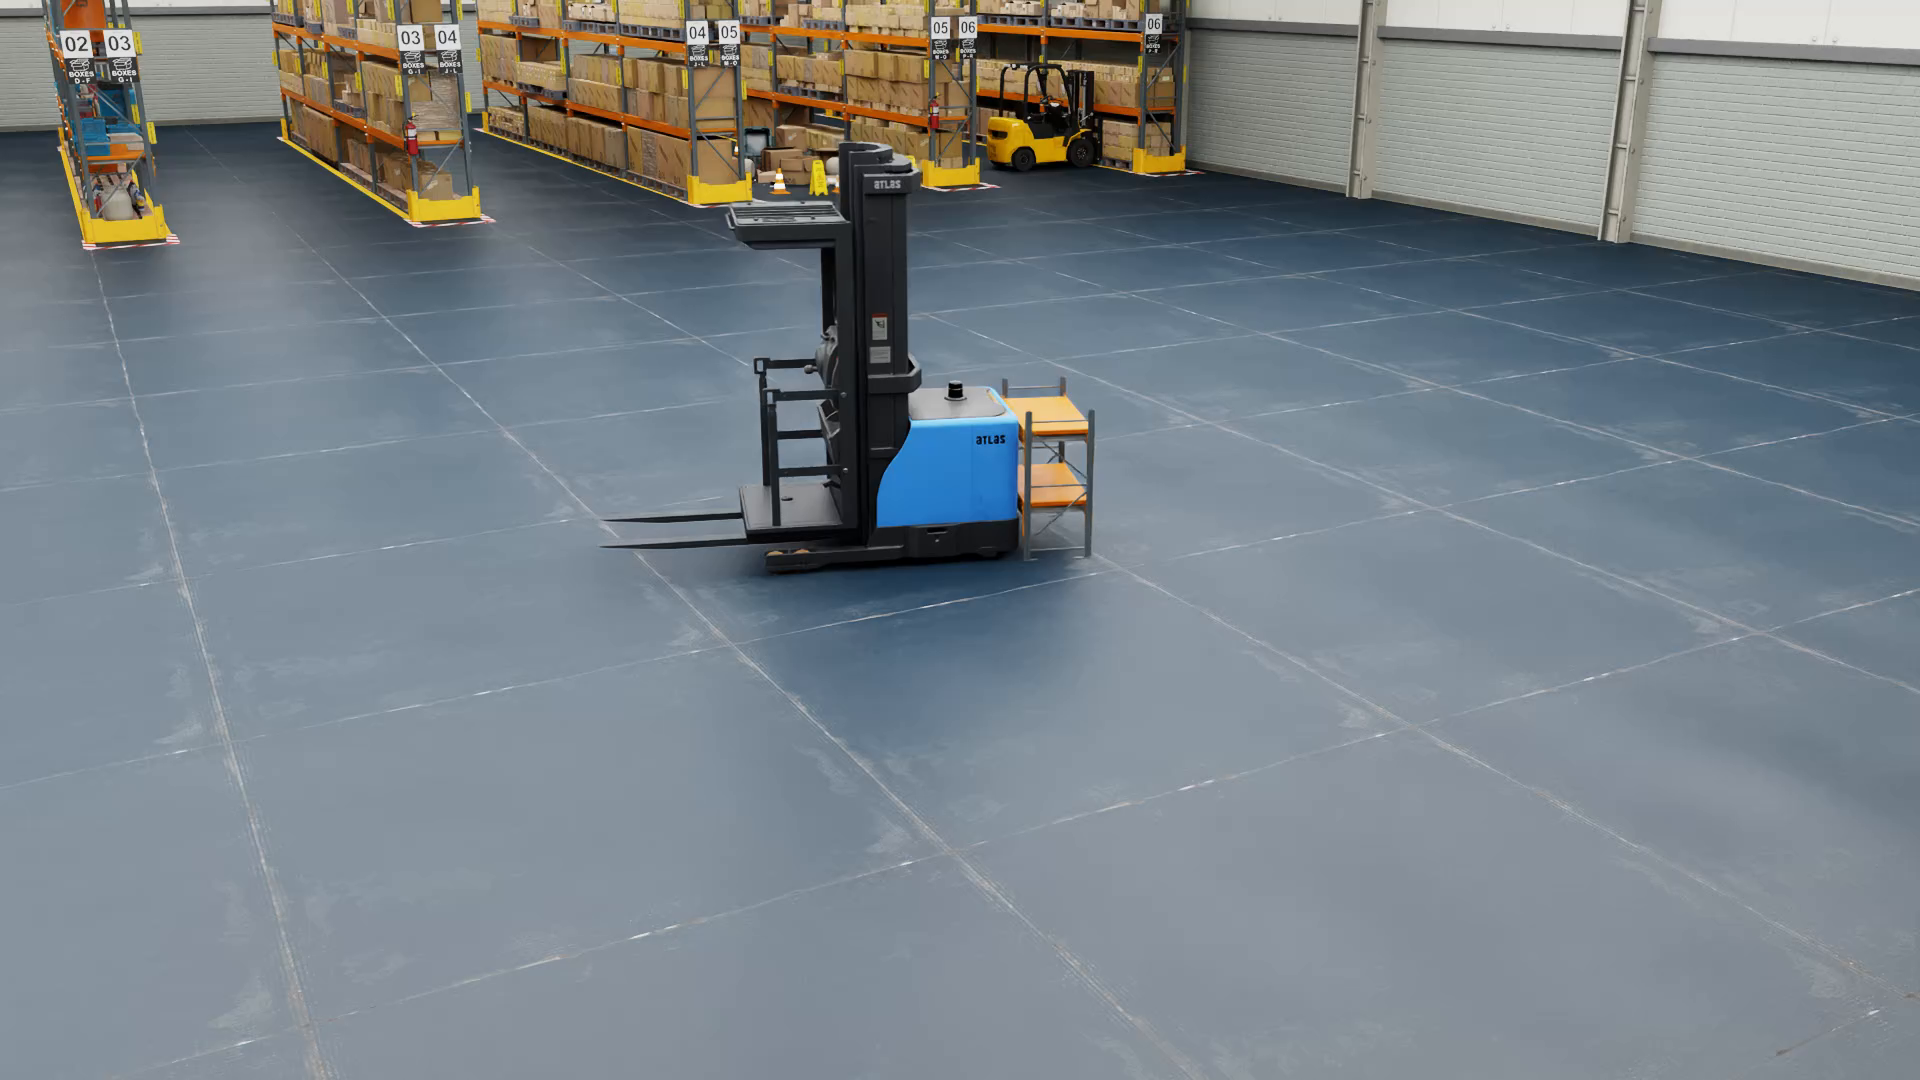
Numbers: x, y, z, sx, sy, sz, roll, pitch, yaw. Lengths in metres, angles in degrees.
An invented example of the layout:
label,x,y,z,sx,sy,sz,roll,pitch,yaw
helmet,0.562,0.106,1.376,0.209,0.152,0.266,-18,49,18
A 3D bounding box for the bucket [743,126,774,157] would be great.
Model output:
label,x,y,z,sx,sy,sz,roll,pitch,yaw
bucket,-4.260,-8.345,34.904,0.726,0.611,0.620,-3,9,-8

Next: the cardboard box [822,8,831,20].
label,x,y,z,sx,sy,sz,roll,pitch,yaw
cardboard box,-2.686,-11.488,36.313,0.500,0.250,0.500,-10,21,-26

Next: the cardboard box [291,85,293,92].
label,x,y,z,sx,sy,sz,roll,pitch,yaw
cardboard box,-15.729,-10.773,39.638,0.380,0.149,0.250,-10,21,-26

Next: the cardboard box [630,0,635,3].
label,x,y,z,sx,sy,sz,roll,pitch,yaw
cardboard box,-6.117,-10.402,31.944,0.380,0.149,0.250,-10,22,-28

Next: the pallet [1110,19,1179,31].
label,x,y,z,sx,sy,sz,roll,pitch,yaw
pallet,3.908,-10.856,35.030,1.003,0.211,1.213,-10,21,-27

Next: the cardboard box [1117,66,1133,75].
label,x,y,z,sx,sy,sz,roll,pitch,yaw
cardboard box,3.573,-9.974,35.335,0.380,0.149,0.250,-9,21,-25

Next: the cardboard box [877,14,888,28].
label,x,y,z,sx,sy,sz,roll,pitch,yaw
cardboard box,-1.356,-10.533,33.733,0.500,0.250,0.500,-10,21,-26

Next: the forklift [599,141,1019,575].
label,x,y,z,sx,sy,sz,roll,pitch,yaw
forklift,-1.132,-1.324,11.974,3.031,2.935,1.130,-3,19,-10

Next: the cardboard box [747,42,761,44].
label,x,y,z,sx,sy,sz,roll,pitch,yaw
cardboard box,-5.159,-12.231,41.792,0.500,0.500,0.500,-10,21,-26

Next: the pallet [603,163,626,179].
label,x,y,z,sx,sy,sz,roll,pitch,yaw
pallet,-6.786,-7.747,34.759,1.003,0.211,1.213,-10,21,-27

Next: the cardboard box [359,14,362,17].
label,x,y,z,sx,sy,sz,roll,pitch,yaw
cardboard box,-11.301,-9.923,31.755,0.396,0.266,0.258,-9,21,-25

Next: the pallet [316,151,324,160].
label,x,y,z,sx,sy,sz,roll,pitch,yaw
pallet,-14.133,-8.885,38.056,1.003,0.211,1.213,-10,21,-27

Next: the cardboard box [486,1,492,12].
label,x,y,z,sx,sy,sz,roll,pitch,yaw
cardboard box,-11.594,-13.421,41.791,0.500,0.250,0.500,-10,21,-26

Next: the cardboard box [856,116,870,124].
label,x,y,z,sx,sy,sz,roll,pitch,yaw
cardboard box,-1.996,-8.955,35.411,0.380,0.149,0.250,-10,21,-26

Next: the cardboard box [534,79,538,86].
label,x,y,z,sx,sy,sz,roll,pitch,yaw
cardboard box,-9.628,-10.601,38.495,0.380,0.149,0.250,-11,22,-29

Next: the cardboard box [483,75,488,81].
label,x,y,z,sx,sy,sz,roll,pitch,yaw
cardboard box,-12.186,-12.038,43.303,0.380,0.149,0.250,-10,21,-27

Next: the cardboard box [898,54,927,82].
label,x,y,z,sx,sy,sz,roll,pitch,yaw
cardboard box,-0.814,-9.423,33.198,0.700,0.500,0.500,-10,21,-26

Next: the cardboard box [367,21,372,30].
label,x,y,z,sx,sy,sz,roll,pitch,yaw
cardboard box,-10.383,-9.210,29.743,0.380,0.149,0.250,-10,22,-28

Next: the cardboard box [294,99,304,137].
label,x,y,z,sx,sy,sz,roll,pitch,yaw
cardboard box,-15.658,-10.322,40.561,0.875,0.875,0.875,-10,21,-27

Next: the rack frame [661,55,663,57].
label,x,y,z,sx,sy,sz,roll,pitch,yaw
rack frame,-7.743,-13.096,45.985,1.000,3.000,0.127,-10,21,-27

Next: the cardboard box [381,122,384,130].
label,x,y,z,sx,sy,sz,roll,pitch,yaw
cardboard box,-10.314,-7.534,30.252,0.380,0.149,0.250,-10,21,-27

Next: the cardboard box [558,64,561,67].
label,x,y,z,sx,sy,sz,roll,pitch,yaw
cardboard box,-9.172,-11.054,38.896,0.380,0.149,0.250,-11,22,-29

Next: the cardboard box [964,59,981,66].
label,x,y,z,sx,sy,sz,roll,pitch,yaw
cardboard box,0.314,-11.786,41.041,0.380,0.149,0.250,-9,21,-25

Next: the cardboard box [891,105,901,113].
label,x,y,z,sx,sy,sz,roll,pitch,yaw
cardboard box,-1.180,-8.815,33.963,0.380,0.149,0.250,-10,22,-27

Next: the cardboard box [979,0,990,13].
label,x,y,z,sx,sy,sz,roll,pitch,yaw
cardboard box,0.879,-12.905,39.884,0.700,0.500,0.500,-10,22,-28

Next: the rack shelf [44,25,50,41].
label,x,y,z,sx,sy,sz,roll,pitch,yaw
rack shelf,-19.874,-11.297,37.277,1.077,0.370,4.000,-10,21,-27

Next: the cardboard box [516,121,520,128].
label,x,y,z,sx,sy,sz,roll,pitch,yaw
cardboard box,-10.721,-10.260,41.038,0.380,0.149,0.250,-11,22,-29

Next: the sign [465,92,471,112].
label,x,y,z,sx,sy,sz,roll,pitch,yaw
sign,-8.390,-7.461,28.328,0.100,0.325,0.005,-10,21,-27

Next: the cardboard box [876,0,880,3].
label,x,y,z,sx,sy,sz,roll,pitch,yaw
cardboard box,-1.929,-14.549,44.605,0.500,0.250,0.500,-10,21,-27

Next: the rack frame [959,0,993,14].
label,x,y,z,sx,sy,sz,roll,pitch,yaw
rack frame,0.422,-14.405,40.582,1.000,3.000,0.127,-10,21,-27

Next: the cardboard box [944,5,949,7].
label,x,y,z,sx,sy,sz,roll,pitch,yaw
cardboard box,-0.166,-13.326,41.672,0.380,0.149,0.250,-9,21,-25

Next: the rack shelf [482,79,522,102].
label,x,y,z,sx,sy,sz,roll,pitch,yaw
rack shelf,-11.102,-11.386,42.132,1.077,0.370,4.000,-10,21,-27

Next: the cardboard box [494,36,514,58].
label,x,y,z,sx,sy,sz,roll,pitch,yaw
cardboard box,-11.355,-12.348,41.676,0.500,0.500,0.500,-11,22,-28

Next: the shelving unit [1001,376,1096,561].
label,x,y,z,sx,sy,sz,roll,pitch,yaw
shelving unit,0.643,-0.555,12.517,0.538,1.125,1.048,-3,19,-8

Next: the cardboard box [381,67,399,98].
label,x,y,z,sx,sy,sz,roll,pitch,yaw
cardboard box,-9.823,-8.035,29.175,0.500,0.500,0.500,-10,21,-27

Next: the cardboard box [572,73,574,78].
label,x,y,z,sx,sy,sz,roll,pitch,yaw
cardboard box,-8.686,-10.620,38.095,0.380,0.149,0.250,-10,21,-26

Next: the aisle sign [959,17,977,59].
label,x,y,z,sx,sy,sz,roll,pitch,yaw
aisle sign,0.157,-9.762,32.338,0.394,0.787,0.004,-10,21,-27

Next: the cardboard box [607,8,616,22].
label,x,y,z,sx,sy,sz,roll,pitch,yaw
cardboard box,-6.830,-10.626,33.662,0.500,0.250,0.500,-10,21,-26

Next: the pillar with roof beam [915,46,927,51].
label,x,y,z,sx,sy,sz,roll,pitch,yaw
pillar with roof beam,-4.803,-15.226,42.961,9.100,9.000,0.400,-10,21,-27

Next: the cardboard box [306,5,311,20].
label,x,y,z,sx,sy,sz,roll,pitch,yaw
cardboard box,-14.124,-11.658,36.713,0.500,0.311,0.500,-11,22,-29

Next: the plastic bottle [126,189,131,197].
label,x,y,z,sx,sy,sz,roll,pitch,yaw
plastic bottle,-14.341,-5.921,28.681,0.061,0.283,0.133,-10,21,-27

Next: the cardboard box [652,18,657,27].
label,x,y,z,sx,sy,sz,roll,pitch,yaw
cardboard box,-5.513,-9.660,31.017,0.380,0.149,0.250,-10,21,-26

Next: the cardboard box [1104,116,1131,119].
label,x,y,z,sx,sy,sz,roll,pitch,yaw
cardboard box,3.454,-9.248,36.871,0.500,0.250,0.500,-10,22,-28

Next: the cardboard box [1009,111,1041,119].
label,x,y,z,sx,sy,sz,roll,pitch,yaw
cardboard box,1.702,-9.869,39.630,0.875,0.625,0.625,-10,22,-27

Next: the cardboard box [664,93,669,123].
label,x,y,z,sx,sy,sz,roll,pitch,yaw
cardboard box,-5.106,-8.212,31.602,0.875,0.550,0.550,-10,21,-27

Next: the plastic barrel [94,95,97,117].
label,x,y,z,sx,sy,sz,roll,pitch,yaw
plastic barrel,-16.348,-8.288,31.880,0.421,0.512,0.421,0,19,0

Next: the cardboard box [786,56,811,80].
label,x,y,z,sx,sy,sz,roll,pitch,yaw
cardboard box,-3.681,-10.872,38.288,0.500,0.500,0.500,-9,21,-24

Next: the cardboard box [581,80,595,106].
label,x,y,z,sx,sy,sz,roll,pitch,yaw
cardboard box,-7.794,-9.590,35.671,0.500,0.500,0.500,-10,21,-27

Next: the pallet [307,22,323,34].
label,x,y,z,sx,sy,sz,roll,pitch,yaw
pallet,-13.018,-10.770,34.935,1.213,0.211,1.003,-9,21,-24

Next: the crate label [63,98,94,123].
label,x,y,z,sx,sy,sz,roll,pitch,yaw
crate label,-16.791,-8.187,31.704,0.502,0.435,0.616,-10,21,-27

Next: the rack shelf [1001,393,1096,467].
label,x,y,z,sx,sy,sz,roll,pitch,yaw
rack shelf,0.643,-0.832,12.421,0.538,0.278,1.000,-3,19,-8

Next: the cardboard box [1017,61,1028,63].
label,x,y,z,sx,sy,sz,roll,pitch,yaw
cardboard box,1.501,-11.423,39.990,0.380,0.149,0.250,-9,21,-25

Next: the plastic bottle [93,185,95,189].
label,x,y,z,sx,sy,sz,roll,pitch,yaw
plastic bottle,-15.089,-6.042,29.031,0.061,0.283,0.133,-10,21,-27
